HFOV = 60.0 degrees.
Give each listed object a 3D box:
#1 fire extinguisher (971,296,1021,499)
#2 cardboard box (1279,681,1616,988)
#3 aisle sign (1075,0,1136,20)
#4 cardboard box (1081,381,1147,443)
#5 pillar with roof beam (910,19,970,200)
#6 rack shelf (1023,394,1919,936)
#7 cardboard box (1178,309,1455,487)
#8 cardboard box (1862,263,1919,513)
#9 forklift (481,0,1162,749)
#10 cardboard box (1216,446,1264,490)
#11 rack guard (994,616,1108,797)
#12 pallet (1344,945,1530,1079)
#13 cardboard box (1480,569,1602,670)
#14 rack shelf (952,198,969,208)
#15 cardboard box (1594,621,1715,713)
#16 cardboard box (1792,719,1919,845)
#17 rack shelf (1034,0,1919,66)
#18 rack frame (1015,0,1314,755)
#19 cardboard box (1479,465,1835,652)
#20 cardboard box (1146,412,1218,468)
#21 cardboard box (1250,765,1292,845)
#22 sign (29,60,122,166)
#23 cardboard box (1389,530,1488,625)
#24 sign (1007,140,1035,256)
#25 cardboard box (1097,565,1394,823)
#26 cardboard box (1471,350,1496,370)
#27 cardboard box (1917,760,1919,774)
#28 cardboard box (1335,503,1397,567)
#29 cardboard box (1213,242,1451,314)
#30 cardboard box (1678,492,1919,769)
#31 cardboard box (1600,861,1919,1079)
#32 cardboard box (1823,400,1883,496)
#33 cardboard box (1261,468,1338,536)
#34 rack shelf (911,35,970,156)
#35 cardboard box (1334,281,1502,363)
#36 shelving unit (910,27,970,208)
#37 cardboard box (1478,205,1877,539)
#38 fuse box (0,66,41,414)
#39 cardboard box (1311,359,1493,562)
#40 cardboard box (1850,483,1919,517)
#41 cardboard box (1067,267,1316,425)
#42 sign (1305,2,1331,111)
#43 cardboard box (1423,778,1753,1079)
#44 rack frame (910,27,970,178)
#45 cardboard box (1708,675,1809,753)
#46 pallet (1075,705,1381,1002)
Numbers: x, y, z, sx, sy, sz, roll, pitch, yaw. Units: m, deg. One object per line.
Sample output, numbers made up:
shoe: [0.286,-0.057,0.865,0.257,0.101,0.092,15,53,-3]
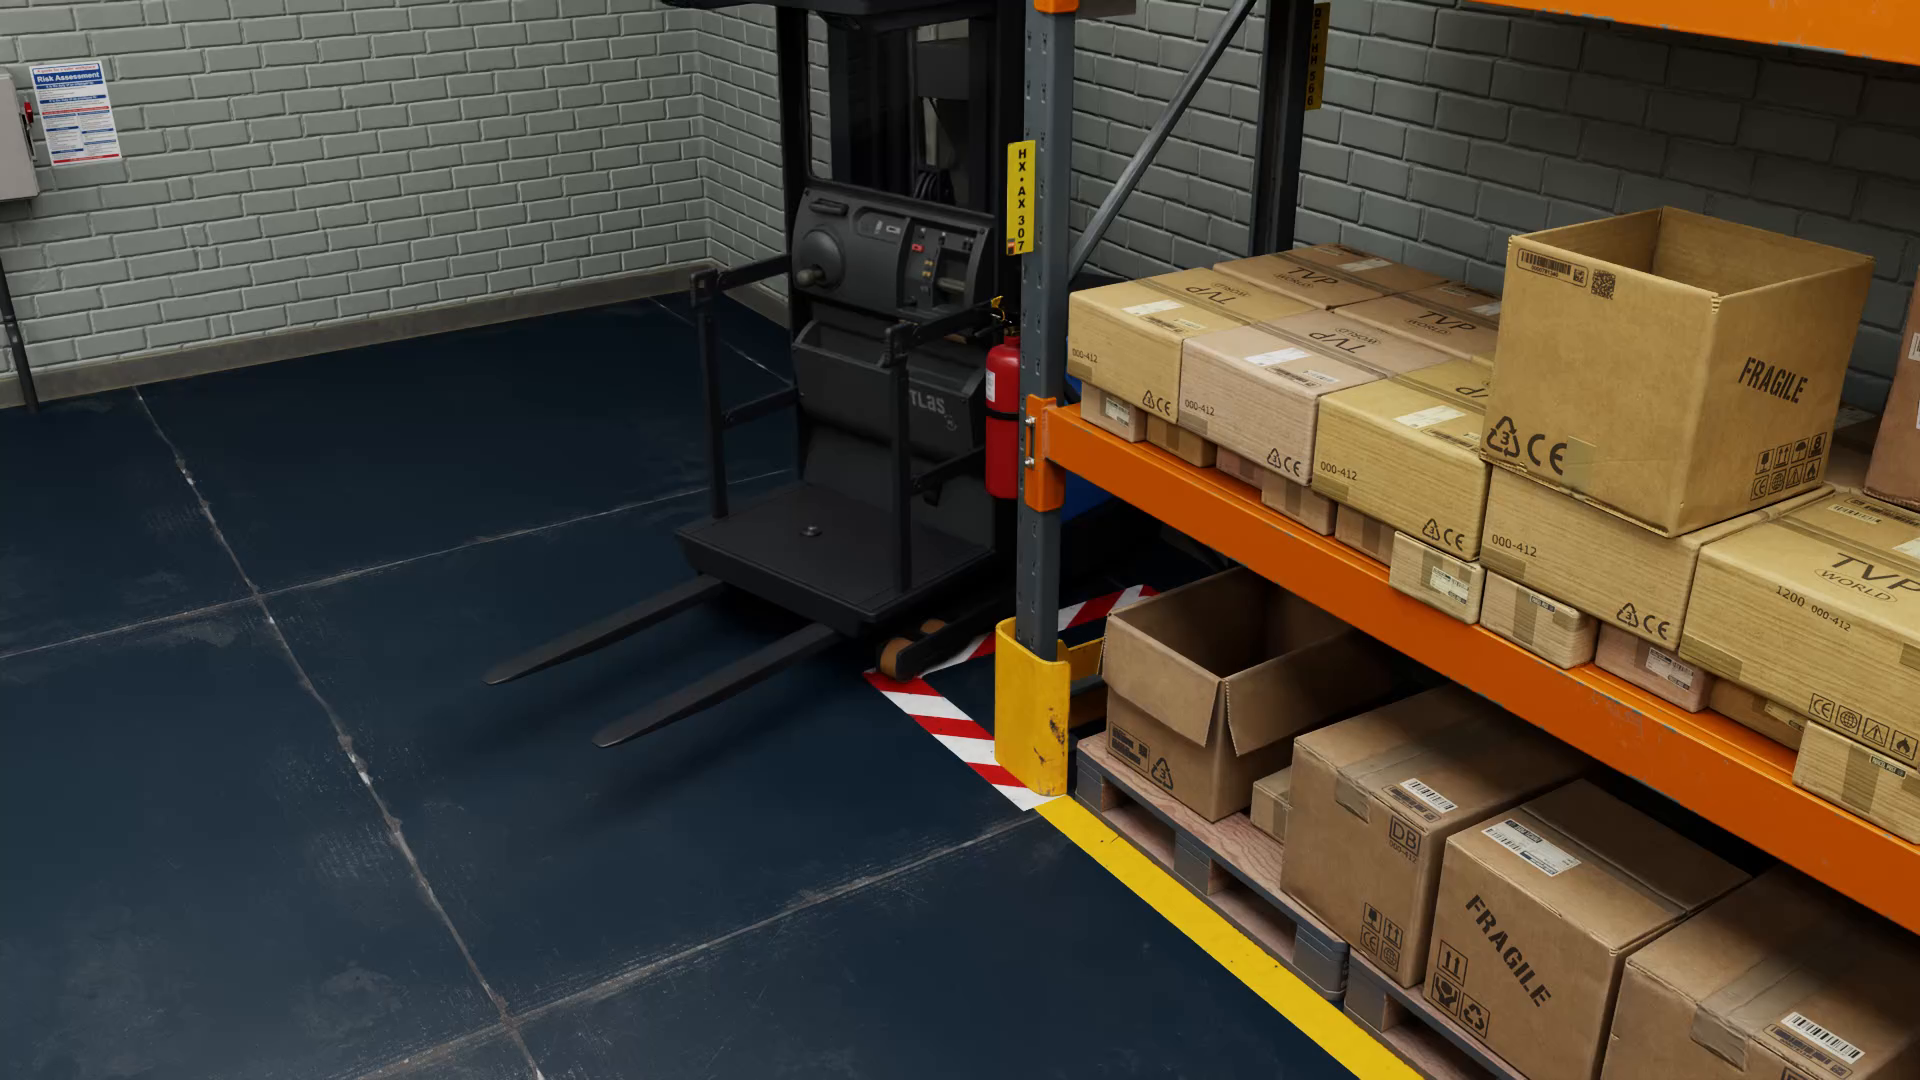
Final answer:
fire extinguisher: [0.166,-0.467,5.254,0.296,0.674,0.183,-16,29,-30]
cardboard box: [1.323,0.770,4.541,0.700,0.500,0.500,-14,29,-27]
aisle sign: [0.351,-1.858,4.626,0.394,0.787,0.004,-16,29,-30]
cardboard box: [0.584,-0.431,4.944,0.380,0.149,0.250,-16,30,-30]
pillar with roof beam: [-3.690,-3.610,4.356,9.100,9.000,0.400,-16,29,-30]
rack shelf: [1.726,0.315,3.913,1.077,0.370,4.000,-16,29,-30]
cardboard box: [0.931,-0.387,4.384,0.500,0.250,0.500,-15,29,-29]
cardboard box: [2.228,-0.296,3.312,0.500,0.500,0.500,-16,30,-31]
forklift: [-0.407,-1.041,6.022,1.130,2.935,3.031,20,32,36]
cardboard box: [0.934,-0.265,4.592,0.380,0.149,0.250,-16,30,-30]
rack guard: [0.675,0.431,5.750,1.175,0.500,0.348,-16,29,-30]
pallet: [1.773,1.283,4.285,1.003,0.211,1.213,-16,29,-30]
cardboard box: [1.406,0.131,3.754,0.380,0.149,0.250,-15,29,-28]
rack shelf: [0.147,-1.283,7.469,0.431,0.518,0.480,-16,23,-30]
cardboard box: [1.605,0.207,3.592,0.380,0.149,0.250,-16,29,-30]
cardboard box: [1.826,0.403,3.178,0.380,0.149,0.250,-16,30,-30]
rack shelf: [1.726,-1.042,3.272,1.077,0.370,4.000,-16,29,-30]
rack frame: [0.634,-0.726,5.274,1.000,3.000,0.127,-16,29,-30]
cardboard box: [1.508,-0.029,3.625,0.500,0.250,0.500,-16,30,-31]
cardboard box: [0.761,-0.351,4.774,0.380,0.149,0.250,-15,29,-28]
cardboard box: [1.088,0.775,4.942,0.380,0.149,0.250,-17,30,-32]
sign: [-4.480,-2.163,8.429,0.329,0.494,0.001,-16,29,-30]
cardboard box: [1.245,0.041,3.943,0.380,0.149,0.250,-16,30,-31]
sign: [0.179,-0.991,4.822,0.100,0.325,0.005,-16,29,-30]
cardboard box: [0.888,0.454,5.208,0.797,0.503,0.637,-17,30,-32]
cardboard box: [1.654,-0.327,4.257,0.500,0.250,0.500,-15,29,-28]
cardboard box: [2.049,0.337,2.850,0.500,0.250,0.500,-15,29,-29]
cardboard box: [1.170,-0.067,4.172,0.380,0.149,0.250,-15,29,-29]
cardboard box: [1.107,-0.690,5.025,0.500,0.250,0.500,-15,29,-28]
cardboard box: [1.788,0.155,3.234,0.500,0.250,0.500,-16,30,-30]
cardboard box: [1.889,1.141,3.755,0.700,0.500,0.500,-17,30,-31]
cardboard box: [1.940,-0.140,3.860,0.500,0.250,0.500,-16,29,-30]
cardboard box: [1.020,-0.160,4.370,0.380,0.149,0.250,-15,29,-28]
rack shelf: [0.105,-1.939,7.230,0.431,0.518,0.480,-16,23,-30]
cardboard box: [1.388,-0.505,4.634,0.500,0.250,0.500,-15,29,-29]
shelving unit: [0.146,-1.296,7.465,0.431,2.100,0.503,-16,23,-30]
cardboard box: [1.475,-0.370,3.470,0.500,0.500,0.500,-15,29,-28]
fuse box: [-4.781,-1.434,8.284,0.539,1.711,0.414,-16,29,-30]
cardboard box: [1.211,-0.207,4.002,0.500,0.250,0.500,-16,30,-31]
cardboard box: [2.214,0.035,3.489,0.500,0.250,0.500,-15,29,-28]
cardboard box: [0.656,-0.568,4.766,0.500,0.250,0.500,-15,29,-29]
sign: [1.110,-1.515,5.219,0.100,0.325,0.005,-16,29,-30]
cardboard box: [1.527,0.982,4.091,0.500,0.500,0.500,-15,29,-29]
rack frame: [0.013,-1.358,7.659,0.400,2.100,0.015,-16,23,-30]
cardboard box: [1.779,0.284,3.428,0.380,0.149,0.250,-15,29,-29]
pallet: [1.111,0.847,5.209,1.003,0.211,1.213,-16,29,-30]
